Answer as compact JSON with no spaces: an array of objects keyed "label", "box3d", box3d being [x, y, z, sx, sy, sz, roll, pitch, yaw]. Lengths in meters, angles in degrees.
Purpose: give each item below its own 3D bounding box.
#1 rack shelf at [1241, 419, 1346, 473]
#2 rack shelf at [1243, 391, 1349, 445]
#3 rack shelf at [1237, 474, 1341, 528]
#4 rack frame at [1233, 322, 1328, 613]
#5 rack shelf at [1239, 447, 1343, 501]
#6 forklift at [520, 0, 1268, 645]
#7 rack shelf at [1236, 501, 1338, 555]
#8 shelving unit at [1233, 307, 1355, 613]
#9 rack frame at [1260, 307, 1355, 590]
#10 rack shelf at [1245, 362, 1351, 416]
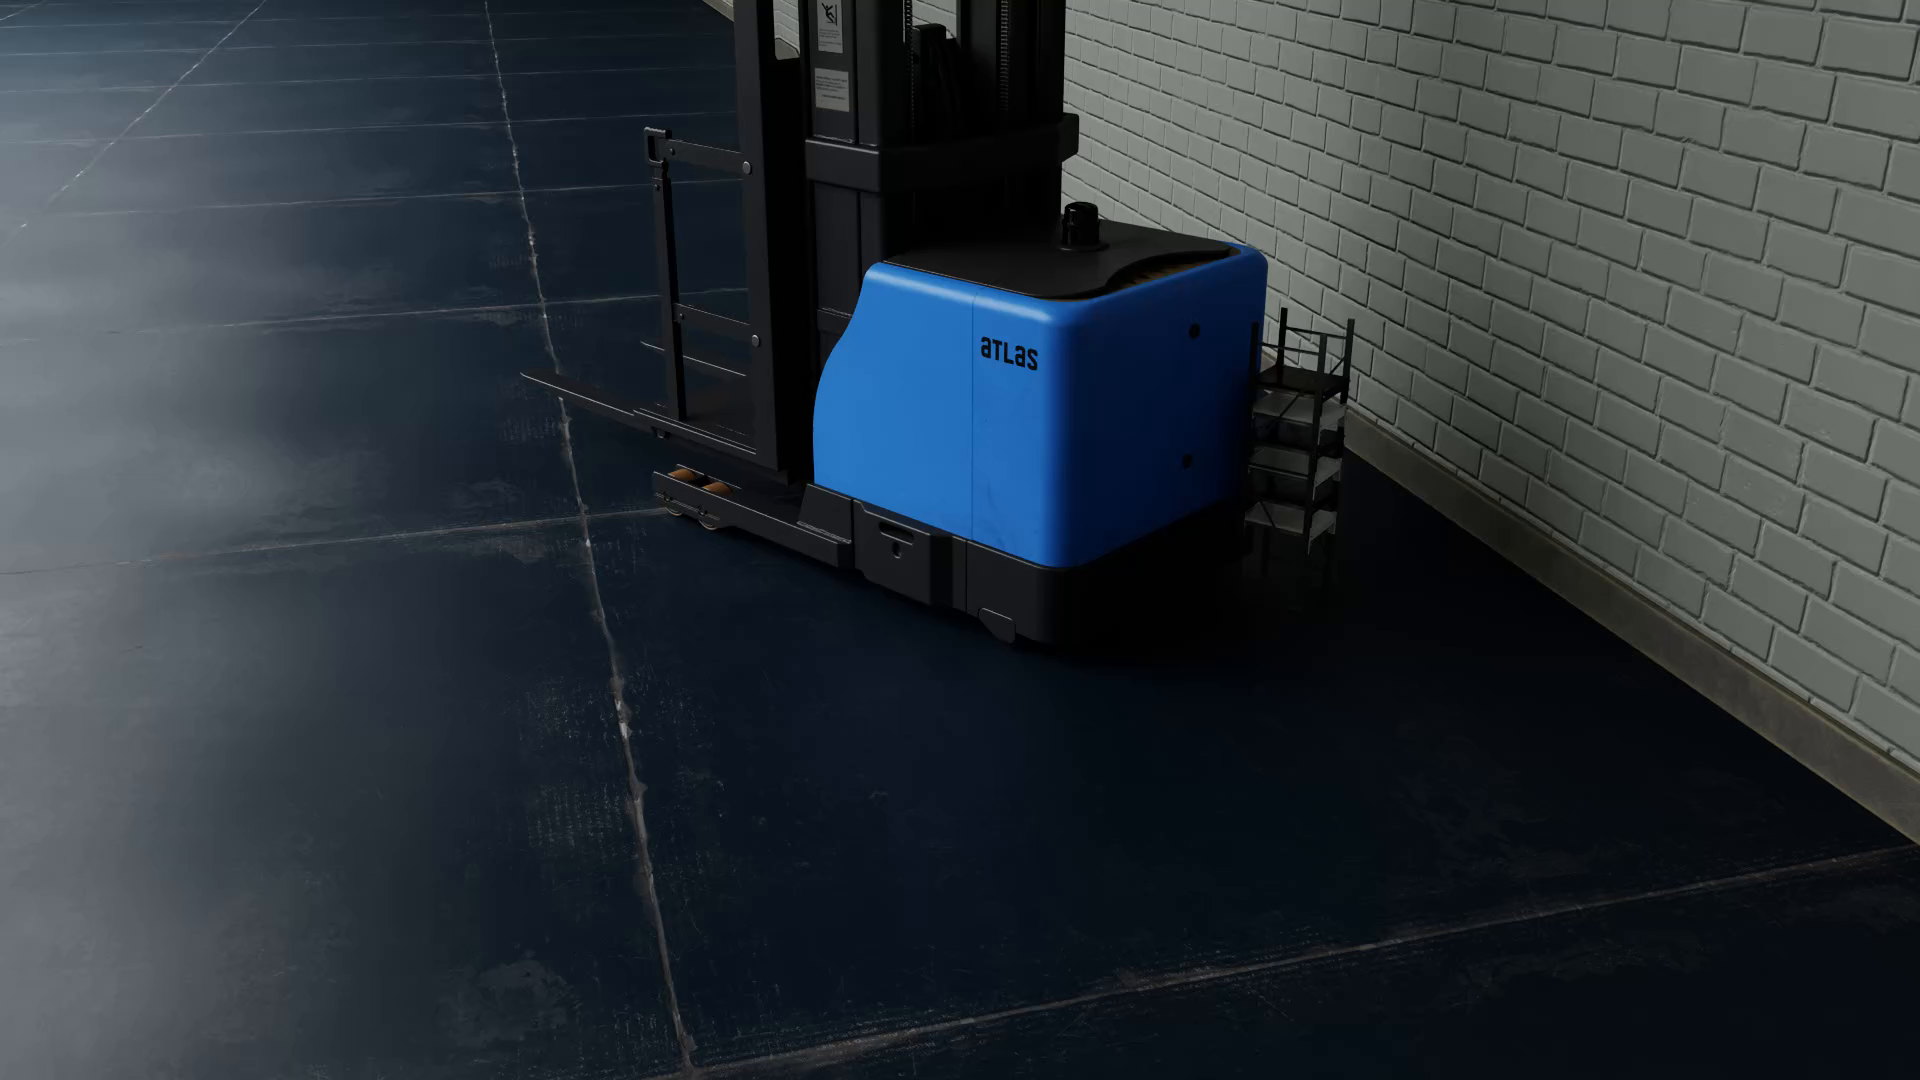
[{"label":"rack shelf","box3d":[1.035,-0.299,5.161,0.258,0.077,0.200,15,28,32]},{"label":"rack shelf","box3d":[1.035,-0.381,5.125,0.258,0.077,0.200,15,28,32]},{"label":"rack shelf","box3d":[1.035,-0.133,5.232,0.258,0.077,0.200,15,28,32]},{"label":"rack frame","box3d":[0.976,-0.214,5.107,0.240,0.900,0.006,15,28,32]},{"label":"rack shelf","box3d":[1.035,-0.216,5.196,0.258,0.077,0.200,15,28,32]},{"label":"forklift","box3d":[-0.457,-1.514,5.561,3.031,2.935,1.130,20,30,39]},{"label":"rack shelf","box3d":[1.035,-0.050,5.267,0.258,0.077,0.200,15,28,32]},{"label":"shelving unit","box3d":[1.035,-0.246,5.183,0.258,0.900,0.210,15,28,32]},{"label":"rack frame","box3d":[1.093,-0.279,5.260,0.240,0.900,0.006,15,28,32]},{"label":"rack shelf","box3d":[1.035,-0.464,5.090,0.258,0.077,0.200,15,28,32]}]
